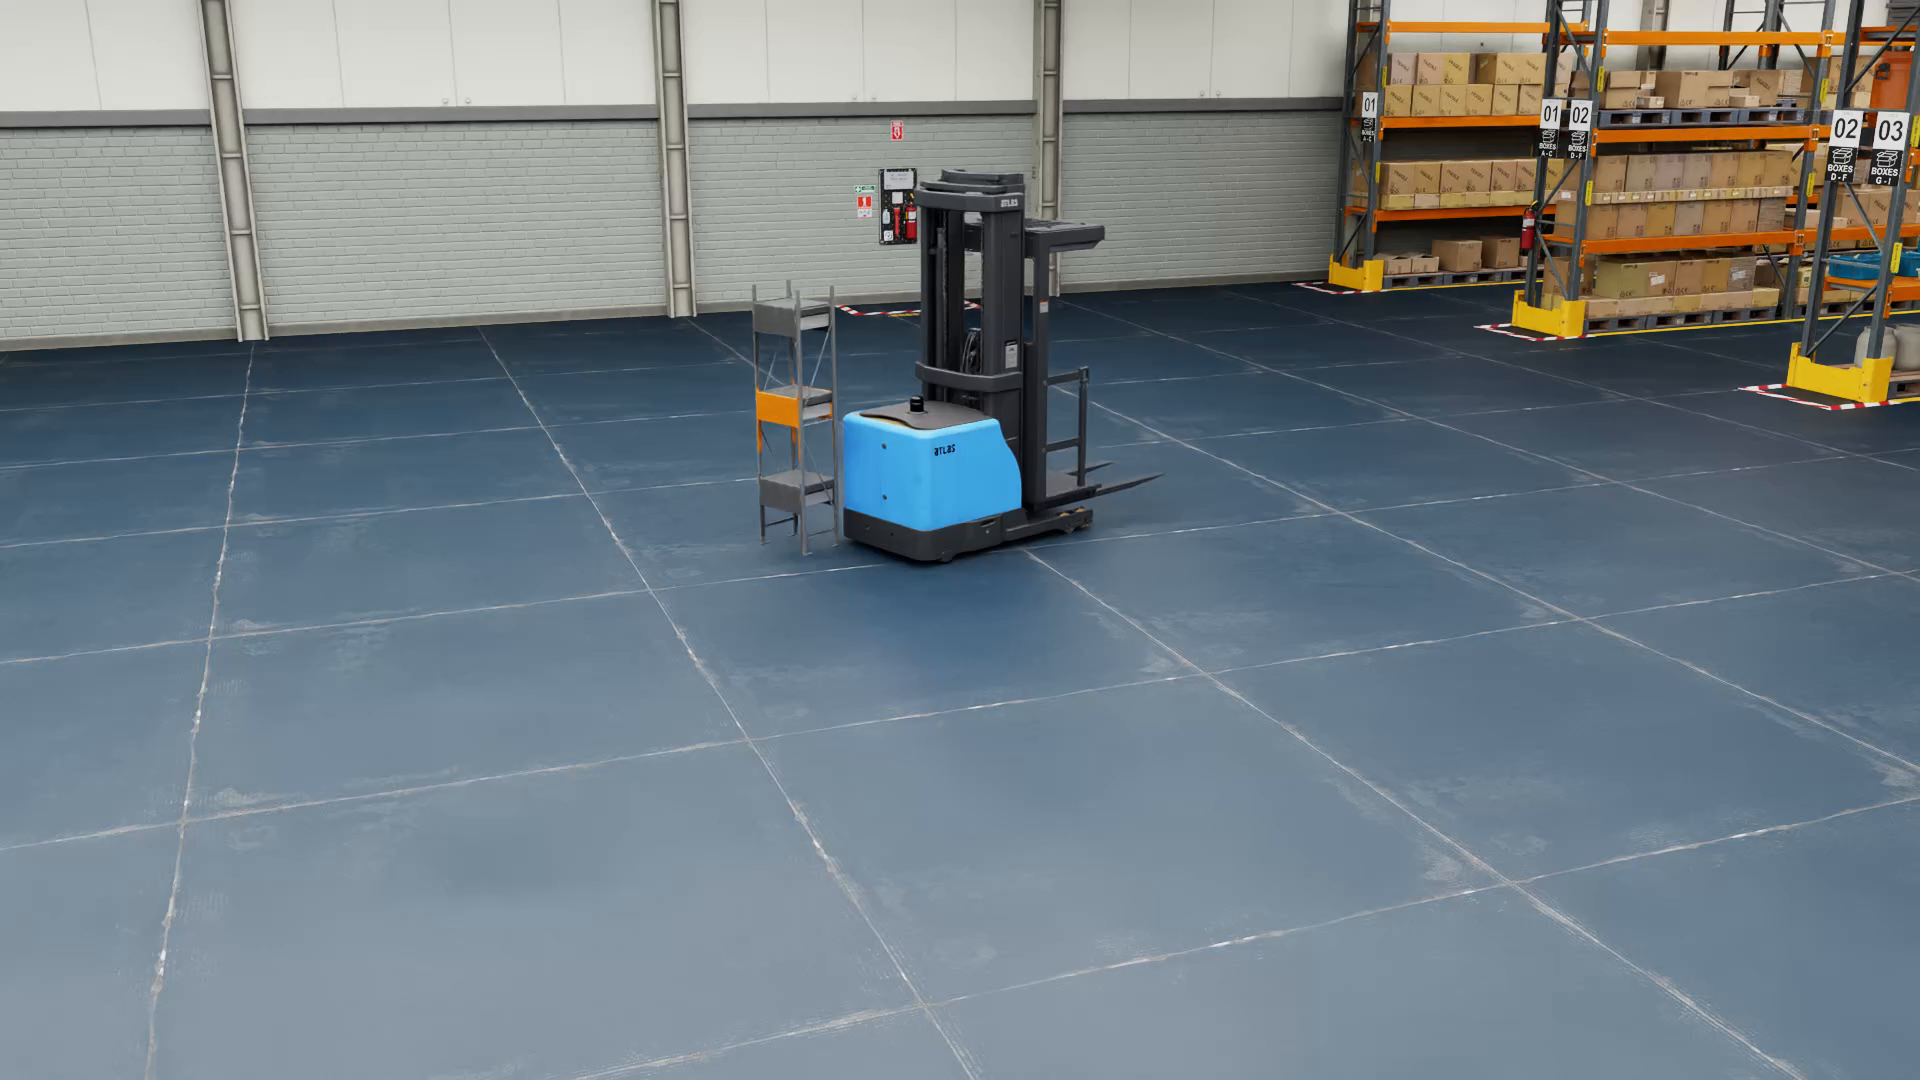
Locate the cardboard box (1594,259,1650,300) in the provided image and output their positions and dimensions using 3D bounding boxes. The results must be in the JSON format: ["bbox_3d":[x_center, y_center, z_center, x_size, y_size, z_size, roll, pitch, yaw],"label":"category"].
[{"bbox_3d":[9.471,-3.736,23.802,0.500,0.500,0.500,-6,17,-20],"label":"cardboard box"}]

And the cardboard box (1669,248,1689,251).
[{"bbox_3d":[12.942,-5.461,30.528,0.500,0.500,0.700,-6,17,-20],"label":"cardboard box"}]

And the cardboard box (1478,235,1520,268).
[{"bbox_3d":[9.428,-5.051,29.129,0.500,0.500,0.500,-8,18,-24],"label":"cardboard box"}]

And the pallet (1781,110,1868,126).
[{"bbox_3d":[12.978,-6.291,24.713,1.217,0.209,0.805,-7,18,-22],"label":"pallet"}]

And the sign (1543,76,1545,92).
[{"bbox_3d":[8.243,-6.418,23.375,0.005,0.325,0.100,-6,17,-20],"label":"sign"}]

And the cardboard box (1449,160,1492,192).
[{"bbox_3d":[8.629,-6.170,28.185,0.500,0.500,0.500,-6,17,-18],"label":"cardboard box"}]

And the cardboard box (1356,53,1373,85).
[{"bbox_3d":[6.957,-7.840,27.660,0.500,0.500,0.500,-5,17,-18],"label":"cardboard box"}]

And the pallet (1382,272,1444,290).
[{"bbox_3d":[7.490,-4.493,28.524,1.213,0.211,1.003,-6,17,-20],"label":"pallet"}]

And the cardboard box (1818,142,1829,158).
[{"bbox_3d":[16.076,-7.254,30.906,0.500,0.250,0.500,-7,18,-21],"label":"cardboard box"}]

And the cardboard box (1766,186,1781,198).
[{"bbox_3d":[11.750,-5.102,24.320,0.250,0.149,0.380,-7,18,-21],"label":"cardboard box"}]

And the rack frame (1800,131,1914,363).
[{"bbox_3d":[10.193,-3.144,18.982,0.127,3.000,1.000,-6,17,-20],"label":"rack frame"}]

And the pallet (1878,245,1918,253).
[{"bbox_3d":[18.592,-5.679,32.562,1.213,0.211,1.003,-6,17,-20],"label":"pallet"}]

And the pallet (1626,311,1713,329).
[{"bbox_3d":[10.261,-3.320,24.529,1.213,0.211,1.003,-6,17,-20],"label":"pallet"}]

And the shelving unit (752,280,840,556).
[{"bbox_3d":[-1.293,-0.966,13.160,0.503,2.100,0.431,14,21,39],"label":"shelving unit"}]

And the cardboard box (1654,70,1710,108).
[{"bbox_3d":[10.073,-6.299,23.230,0.500,0.500,0.500,-6,17,-20],"label":"cardboard box"}]

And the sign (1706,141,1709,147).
[{"bbox_3d":[13.917,-7.259,30.937,0.005,0.325,0.100,-6,17,-20],"label":"sign"}]

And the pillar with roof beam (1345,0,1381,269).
[{"bbox_3d":[8.533,-7.795,24.171,0.400,9.000,9.100,-6,17,-20],"label":"pillar with roof beam"}]

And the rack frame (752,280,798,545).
[{"bbox_3d":[-1.476,-1.011,13.314,0.015,2.100,0.400,14,21,39],"label":"rack frame"}]

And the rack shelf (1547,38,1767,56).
[{"bbox_3d":[12.251,-8.697,29.230,4.000,0.370,1.077,-6,17,-20],"label":"rack shelf"}]

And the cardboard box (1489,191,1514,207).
[{"bbox_3d":[9.117,-5.861,28.465,0.500,0.250,0.500,-6,17,-20],"label":"cardboard box"}]

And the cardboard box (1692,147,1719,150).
[{"bbox_3d":[13.512,-7.049,30.168,0.250,0.149,0.380,-9,19,-29],"label":"cardboard box"}]

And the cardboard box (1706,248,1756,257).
[{"bbox_3d":[11.614,-4.129,25.138,0.500,0.500,0.500,-6,17,-20],"label":"cardboard box"}]

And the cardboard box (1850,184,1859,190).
[{"bbox_3d":[16.676,-6.646,31.316,0.250,0.149,0.380,-6,17,-20],"label":"cardboard box"}]

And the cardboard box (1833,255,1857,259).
[{"bbox_3d":[13.856,-4.272,25.962,0.500,0.311,0.500,-6,18,-21],"label":"cardboard box"}]

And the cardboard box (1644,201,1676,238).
[{"bbox_3d":[9.819,-4.642,23.905,0.500,0.500,0.700,-6,17,-20],"label":"cardboard box"}]

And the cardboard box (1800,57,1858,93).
[{"bbox_3d":[12.749,-6.831,24.404,0.500,0.500,0.500,-6,17,-19],"label":"cardboard box"}]

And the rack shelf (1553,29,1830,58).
[{"bbox_3d":[10.292,-6.991,23.420,4.000,0.370,1.077,-6,17,-20],"label":"rack shelf"}]

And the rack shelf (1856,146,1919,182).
[{"bbox_3d":[12.061,-4.440,19.347,4.000,0.370,1.077,-6,17,-20],"label":"rack shelf"}]

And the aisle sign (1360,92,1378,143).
[{"bbox_3d":[6.688,-6.912,27.198,0.004,0.787,0.394,-6,17,-20],"label":"aisle sign"}]

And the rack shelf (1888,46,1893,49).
[{"bbox_3d":[19.721,-9.504,31.977,4.000,0.370,1.077,-6,17,-20],"label":"rack shelf"}]

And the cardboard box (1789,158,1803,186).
[{"bbox_3d":[15.156,-6.790,30.655,0.500,0.500,0.500,-6,17,-18],"label":"cardboard box"}]

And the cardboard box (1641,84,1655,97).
[{"bbox_3d":[9.924,-6.354,23.754,0.500,0.311,0.500,-4,17,-14],"label":"cardboard box"}]

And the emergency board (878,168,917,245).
[{"bbox_3d":[-0.932,-5.205,25.999,0.643,1.169,0.194,-6,17,-20],"label":"emergency board"}]

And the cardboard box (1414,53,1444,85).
[{"bbox_3d":[7.581,-7.740,27.319,0.500,0.500,0.500,-6,18,-21],"label":"cardboard box"}]

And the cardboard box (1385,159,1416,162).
[{"bbox_3d":[7.486,-6.200,28.287,0.500,0.500,0.500,-6,17,-19],"label":"cardboard box"}]

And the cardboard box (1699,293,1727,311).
[{"bbox_3d":[10.872,-3.527,24.420,0.500,0.250,0.500,-6,17,-20],"label":"cardboard box"}]

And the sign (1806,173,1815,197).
[{"bbox_3d":[12.359,-5.159,24.164,0.005,0.325,0.100,-6,17,-20],"label":"sign"}]

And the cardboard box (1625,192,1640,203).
[{"bbox_3d":[9.347,-4.842,23.435,0.250,0.149,0.380,-6,17,-20],"label":"cardboard box"}]

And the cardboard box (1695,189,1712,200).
[{"bbox_3d":[10.549,-4.971,23.875,0.250,0.149,0.380,-6,17,-18],"label":"cardboard box"}]

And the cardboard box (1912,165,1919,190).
[{"bbox_3d":[18.366,-7.155,32.107,0.700,0.700,0.980,-6,17,-19],"label":"cardboard box"}]

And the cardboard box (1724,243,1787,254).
[{"bbox_3d":[14.852,-5.767,30.983,0.750,0.750,0.750,-6,18,-21],"label":"cardboard box"}]

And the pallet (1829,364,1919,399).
[{"bbox_3d":[11.008,-1.907,19.717,1.213,0.211,1.003,-6,17,-20],"label":"pallet"}]

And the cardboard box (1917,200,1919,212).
[{"bbox_3d":[14.990,-5.172,26.046,0.500,0.311,0.500,-6,18,-21],"label":"cardboard box"}]

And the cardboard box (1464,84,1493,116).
[{"bbox_3d":[8.540,-7.373,27.846,0.500,0.500,0.500,-5,17,-17],"label":"cardboard box"}]

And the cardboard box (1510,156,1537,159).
[{"bbox_3d":[9.870,-6.459,29.170,0.500,0.500,0.500,-7,18,-21],"label":"cardboard box"}]

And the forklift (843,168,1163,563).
[{"bbox_3d":[0.479,-1.562,13.716,3.031,2.935,1.130,-15,22,-41],"label":"forklift"}]

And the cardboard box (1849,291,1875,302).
[{"bbox_3d":[13.585,-3.813,25.394,0.500,0.250,0.500,-7,18,-22],"label":"cardboard box"}]

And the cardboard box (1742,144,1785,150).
[{"bbox_3d":[14.661,-7.098,30.375,0.500,0.250,0.500,-6,17,-19],"label":"cardboard box"}]

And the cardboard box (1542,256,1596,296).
[{"bbox_3d":[8.818,-3.822,24.094,0.500,0.500,0.500,-6,17,-20],"label":"cardboard box"}]

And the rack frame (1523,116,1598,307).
[{"bbox_3d":[8.424,-4.448,23.421,0.127,3.000,1.000,-6,17,-20],"label":"rack frame"}]

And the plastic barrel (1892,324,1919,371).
[{"bbox_3d":[11.248,-2.289,19.739,0.421,0.512,0.421,0,16,0],"label":"plastic barrel"}]

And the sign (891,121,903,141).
[{"bbox_3d":[-0.975,-6.343,25.759,0.199,0.298,0.001,-6,17,-20],"label":"sign"}]

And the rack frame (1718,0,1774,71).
[{"bbox_3d":[14.118,-9.436,29.759,0.127,3.000,1.000,-6,17,-20],"label":"rack frame"}]

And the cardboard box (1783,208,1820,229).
[{"bbox_3d":[12.603,-4.840,25.023,0.500,0.250,0.500,-5,17,-17],"label":"cardboard box"}]

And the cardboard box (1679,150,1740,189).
[{"bbox_3d":[10.808,-5.374,24.093,0.500,0.500,0.700,-6,17,-20],"label":"cardboard box"}]

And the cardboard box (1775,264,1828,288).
[{"bbox_3d":[12.634,-3.979,24.962,0.500,0.311,0.500,-6,17,-20],"label":"cardboard box"}]
